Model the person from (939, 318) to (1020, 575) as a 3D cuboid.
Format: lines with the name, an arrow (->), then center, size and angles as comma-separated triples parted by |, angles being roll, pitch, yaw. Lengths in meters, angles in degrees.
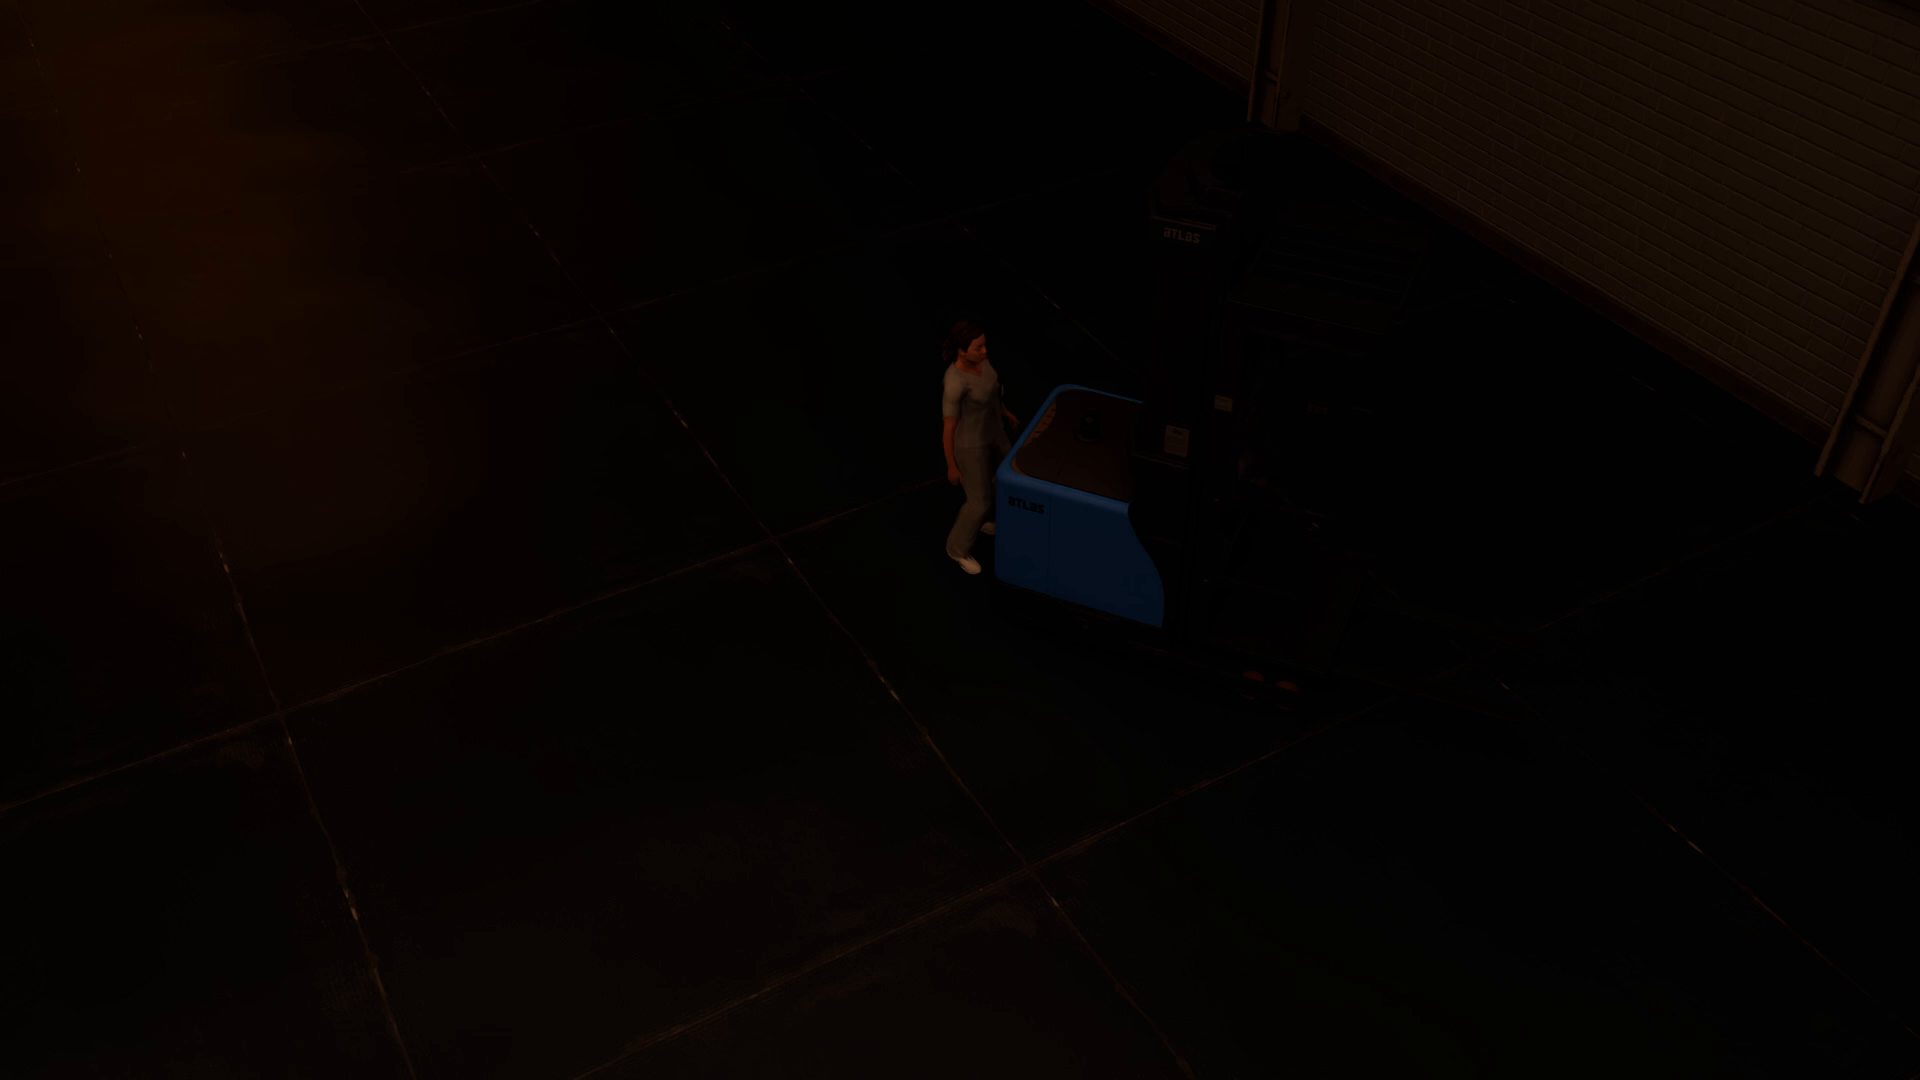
person -> 0.089, -0.590, 9.785 | 0.440, 1.613, 0.648 | 20, 44, 23

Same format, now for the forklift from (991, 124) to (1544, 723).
forklift -> 1.745, -0.577, 8.732 | 3.031, 2.935, 1.130 | 16, 42, 18
